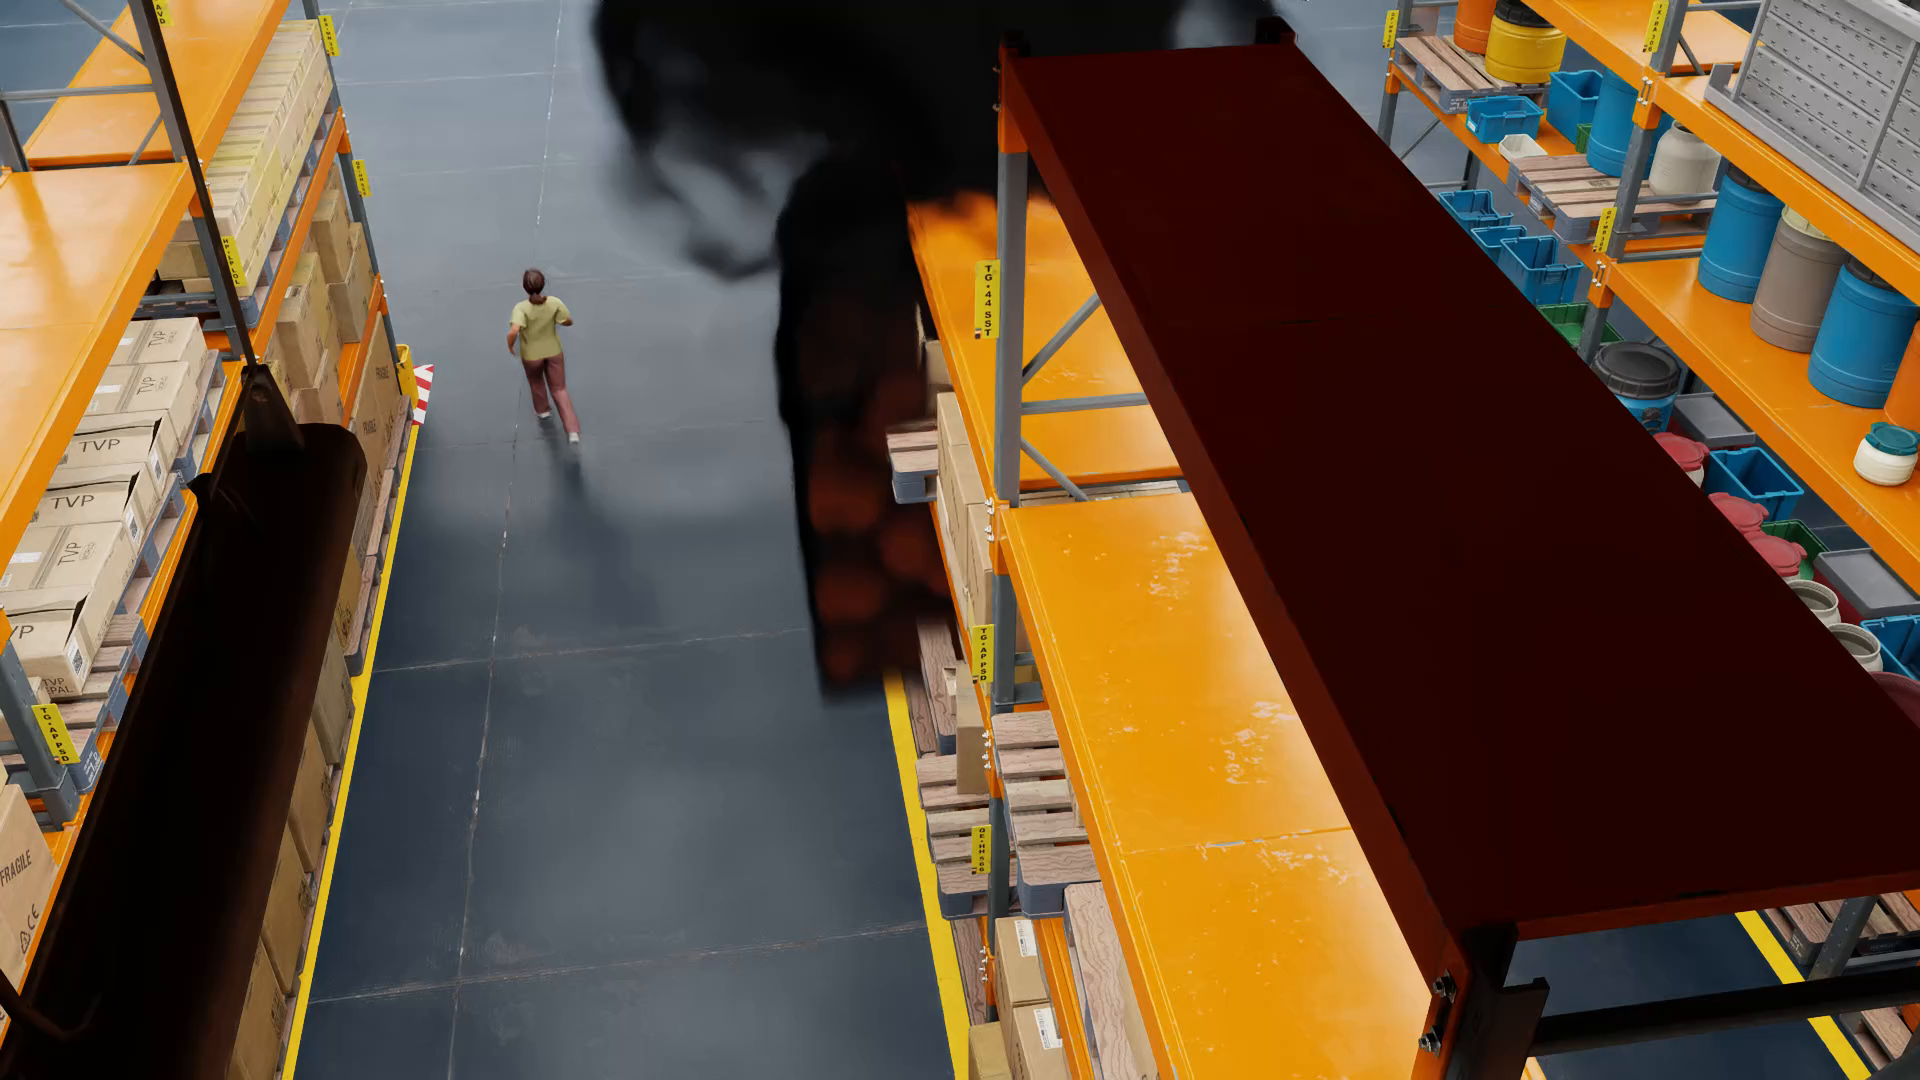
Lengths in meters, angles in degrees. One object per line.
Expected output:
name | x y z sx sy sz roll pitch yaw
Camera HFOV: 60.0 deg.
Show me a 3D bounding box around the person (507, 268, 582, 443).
person | -3.573 -1.607 14.221 0.580 1.640 1.022 -13 38 -17
